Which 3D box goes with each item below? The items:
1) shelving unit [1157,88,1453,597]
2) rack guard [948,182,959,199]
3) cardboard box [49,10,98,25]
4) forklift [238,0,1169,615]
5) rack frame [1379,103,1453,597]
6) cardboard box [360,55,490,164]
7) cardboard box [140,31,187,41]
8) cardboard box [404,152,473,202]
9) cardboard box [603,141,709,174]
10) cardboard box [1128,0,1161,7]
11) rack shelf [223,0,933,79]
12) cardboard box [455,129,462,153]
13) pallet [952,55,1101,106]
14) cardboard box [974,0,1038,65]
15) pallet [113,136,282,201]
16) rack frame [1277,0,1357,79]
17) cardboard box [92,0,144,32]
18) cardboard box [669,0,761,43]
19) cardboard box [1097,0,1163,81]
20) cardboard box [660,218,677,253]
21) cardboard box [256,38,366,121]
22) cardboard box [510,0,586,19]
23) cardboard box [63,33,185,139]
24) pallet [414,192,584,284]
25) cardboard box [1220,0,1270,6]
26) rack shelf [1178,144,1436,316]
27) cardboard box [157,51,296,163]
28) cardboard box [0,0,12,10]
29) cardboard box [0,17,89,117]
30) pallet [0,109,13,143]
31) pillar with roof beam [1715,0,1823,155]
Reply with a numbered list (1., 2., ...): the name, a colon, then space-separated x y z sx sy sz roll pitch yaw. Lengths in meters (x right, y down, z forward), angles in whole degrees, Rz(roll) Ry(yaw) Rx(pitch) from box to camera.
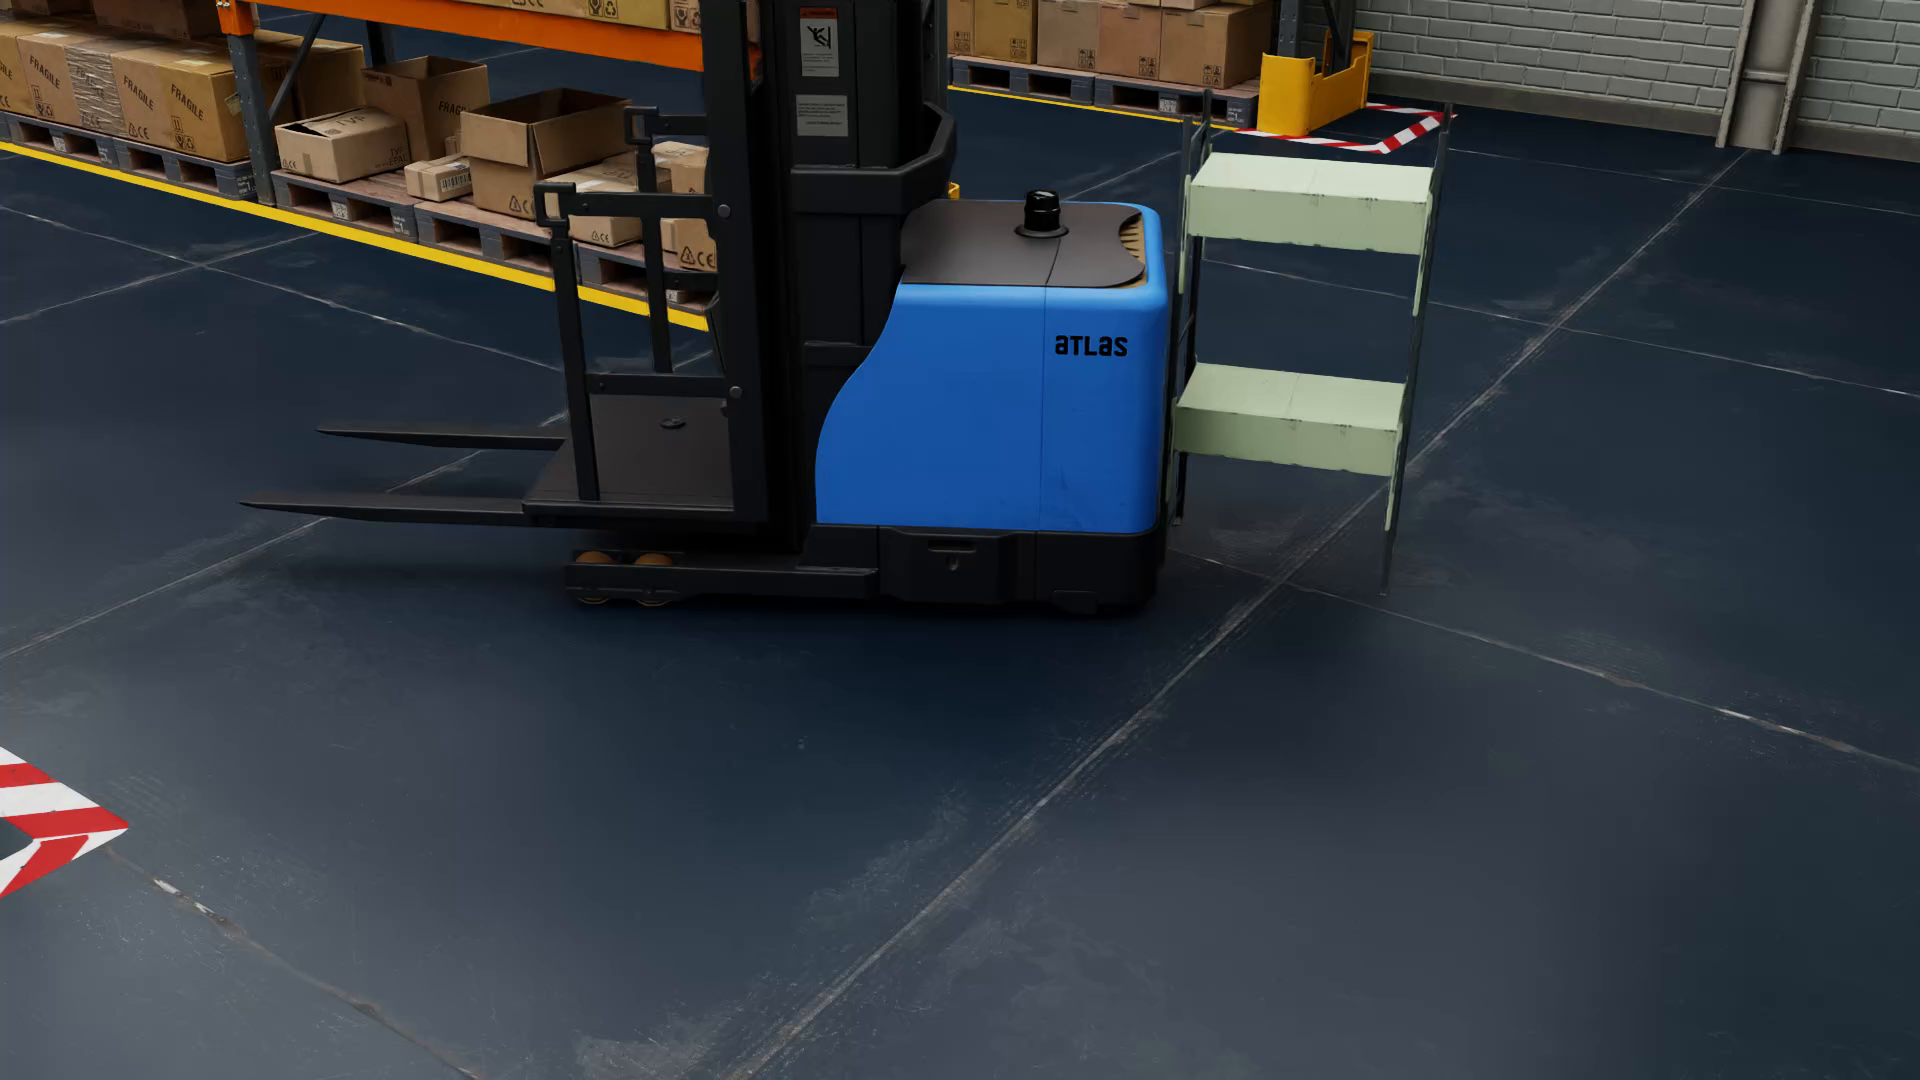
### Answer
1. shelving unit: 1.077 -0.619 5.313 0.755 1.500 0.431 8 28 15
2. rack guard: -0.450 -1.310 7.772 0.348 0.500 1.175 17 32 30
3. cardboard box: -5.651 -3.255 11.110 0.500 0.500 0.500 16 31 29
4. forklift: -0.856 -1.329 5.130 3.031 2.935 1.130 2 27 4
5. rack frame: 1.428 -0.571 5.219 0.023 1.500 0.400 8 28 15
6. cardboard box: -3.054 -2.473 9.573 0.500 0.500 0.500 17 32 30
7. cardboard box: -4.799 -2.993 10.594 0.500 0.500 0.500 18 32 31
8. cardboard box: -2.742 -1.958 8.928 0.250 0.166 0.380 17 32 30
9. cardboard box: -1.499 -1.877 8.678 0.500 0.250 0.500 17 32 30
10. cardboard box: 1.361 -3.792 11.472 0.250 0.149 0.380 18 32 32
11. rack shelf: -2.036 -2.597 8.339 4.000 0.370 1.077 17 32 30
12. cardboard box: -2.436 -2.196 9.238 0.500 0.311 0.500 17 32 30
13. pallet: 0.710 -3.504 12.403 1.213 0.211 1.003 17 32 30
14. cardboard box: 0.510 -3.864 12.329 0.500 0.500 0.700 18 32 31
15. pallet: -4.376 -2.383 10.200 1.213 0.211 1.003 17 32 30
16. rack frame: 2.414 -4.257 10.808 0.127 3.000 1.000 17 32 30
17. cardboard box: -5.183 -3.448 10.663 0.500 0.250 0.500 17 31 29
18. cardboard box: -0.910 -2.462 7.170 0.500 0.500 0.500 18 32 32
19. cardboard box: 1.368 -3.601 11.812 0.500 0.500 0.700 17 32 30
20. cardboard box: -1.258 -1.523 8.074 0.250 0.166 0.380 17 32 30
21. cardboard box: -3.945 -2.729 10.076 0.500 0.500 0.500 16 31 28
22. cardboard box: -1.748 -2.724 7.685 0.500 0.500 0.500 18 32 31
23. cardboard box: -5.069 -2.792 10.200 0.500 0.500 0.500 18 32 31
24. pallet: -2.109 -1.699 8.856 1.213 0.211 1.003 17 32 30
25. cardboard box: 1.997 -3.804 11.496 0.250 0.149 0.380 18 32 31
26. rack shelf: 1.077 -0.967 5.136 0.720 0.370 0.431 8 28 15
27. cardboard box: -4.253 -2.533 9.691 0.500 0.500 0.500 17 32 30
28. cardboard box: -7.247 -3.914 12.085 0.500 0.311 0.500 19 32 32
29. cardboard box: -5.923 -3.054 10.714 0.500 0.500 0.500 17 31 30
30. pallet: -6.387 -3.010 11.432 1.213 0.211 1.003 17 32 30
31. pillar with roof beam: 2.692 -4.951 5.558 0.400 9.000 9.100 17 32 30
